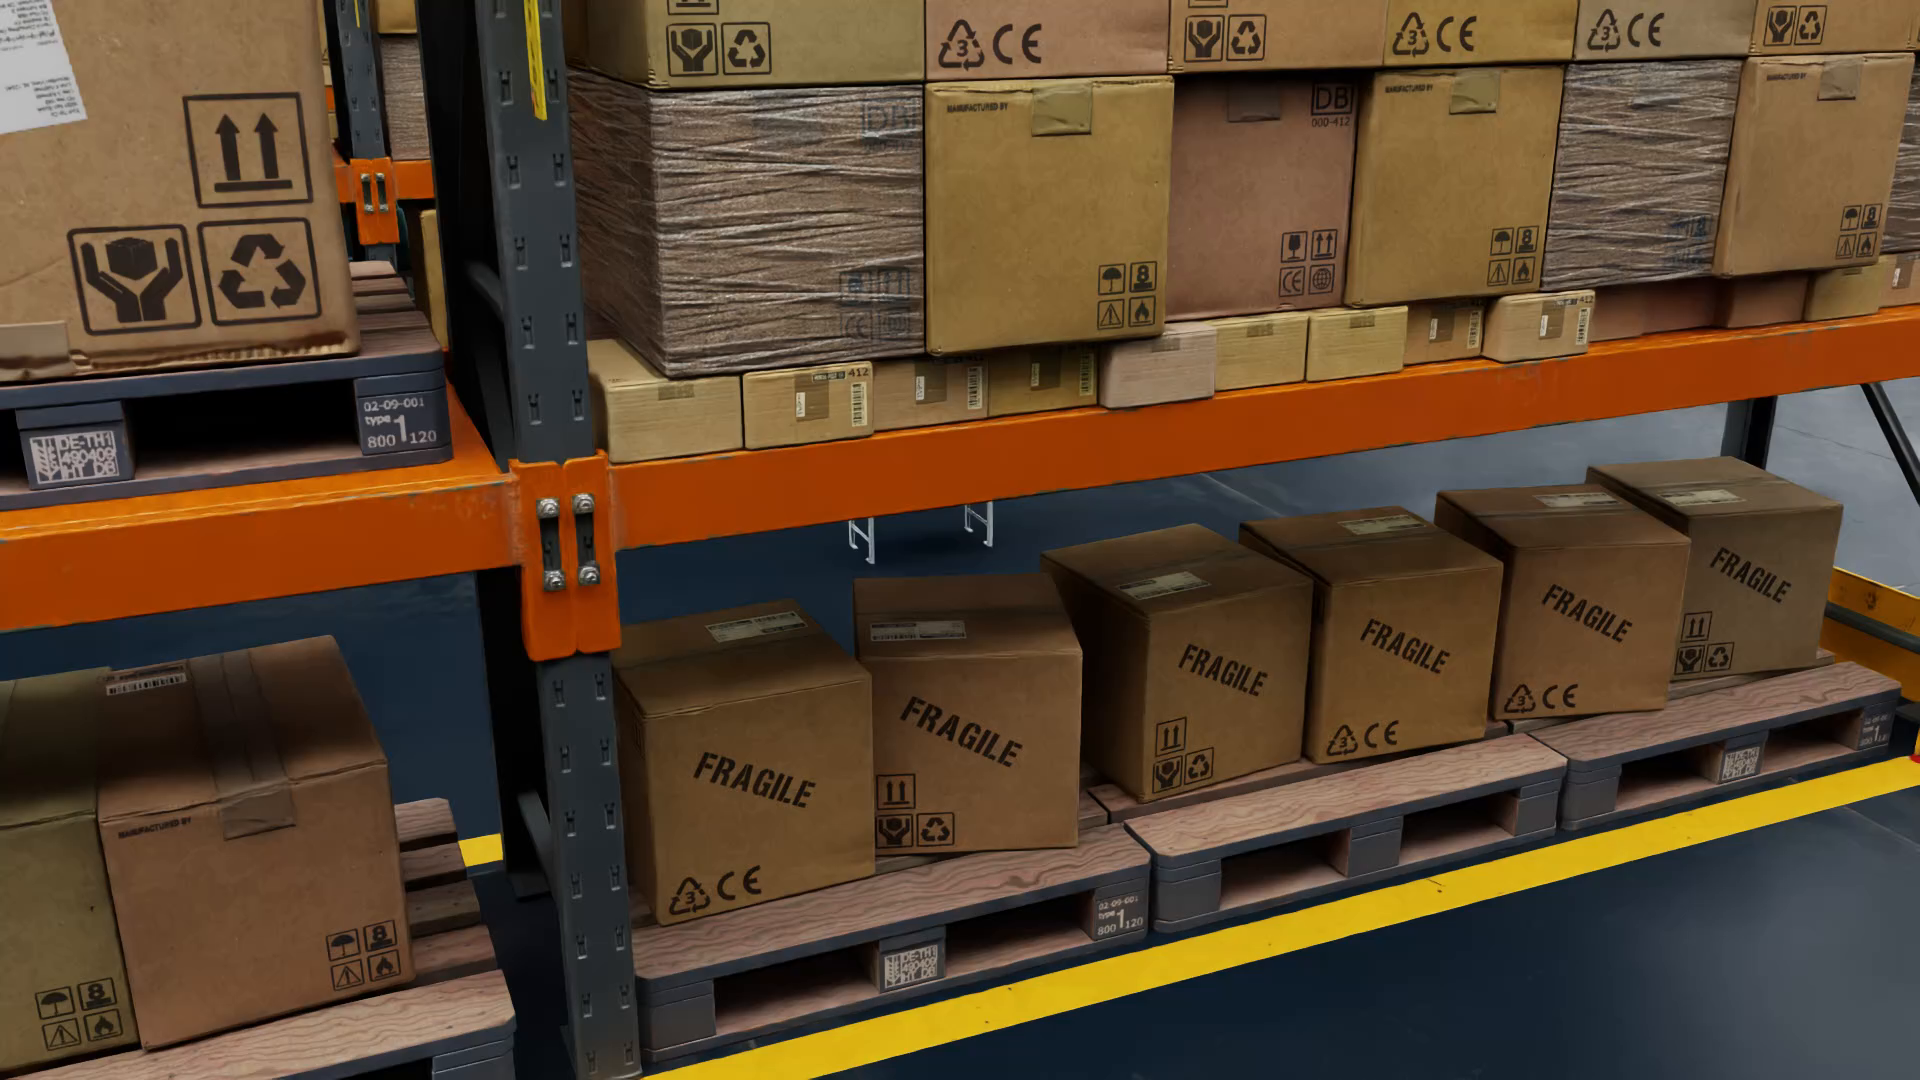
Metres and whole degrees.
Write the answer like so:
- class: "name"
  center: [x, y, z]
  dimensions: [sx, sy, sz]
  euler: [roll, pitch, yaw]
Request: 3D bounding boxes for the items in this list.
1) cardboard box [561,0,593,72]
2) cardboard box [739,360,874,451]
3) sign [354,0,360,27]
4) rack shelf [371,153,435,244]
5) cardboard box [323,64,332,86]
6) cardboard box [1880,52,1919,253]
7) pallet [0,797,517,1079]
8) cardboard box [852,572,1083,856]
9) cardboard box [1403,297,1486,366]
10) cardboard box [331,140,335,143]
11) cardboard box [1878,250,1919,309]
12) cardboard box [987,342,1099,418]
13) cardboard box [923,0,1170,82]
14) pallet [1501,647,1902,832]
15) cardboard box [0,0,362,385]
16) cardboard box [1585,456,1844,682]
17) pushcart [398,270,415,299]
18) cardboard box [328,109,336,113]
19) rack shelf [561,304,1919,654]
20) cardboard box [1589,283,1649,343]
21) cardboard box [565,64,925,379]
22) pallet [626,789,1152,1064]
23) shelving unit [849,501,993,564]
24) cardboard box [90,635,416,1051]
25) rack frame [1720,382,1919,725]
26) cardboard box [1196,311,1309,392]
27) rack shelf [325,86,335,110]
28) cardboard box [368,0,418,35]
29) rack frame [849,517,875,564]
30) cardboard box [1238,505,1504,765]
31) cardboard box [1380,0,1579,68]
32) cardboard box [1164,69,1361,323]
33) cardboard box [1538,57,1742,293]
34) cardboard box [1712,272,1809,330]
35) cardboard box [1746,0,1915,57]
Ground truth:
- class: "cardboard box"
  center: [-0.599, -1.261, 3.483]
  dimensions: [0.500, 0.500, 0.500]
  euler: [-8, 21, -22]
- class: "cardboard box"
  center: [-0.352, -0.306, 3.252]
  dimensions: [0.250, 0.149, 0.380]
  euler: [-8, 21, -22]
- class: "sign"
  center: [-2.551, -2.329, 6.996]
  dimensions: [0.005, 0.325, 0.100]
  euler: [-8, 21, -22]
- class: "rack shelf"
  center: [-0.938, -1.908, 8.508]
  dimensions: [4.000, 0.370, 1.077]
  euler: [-8, 21, -22]
- class: "cardboard box"
  center: [-4.412, -3.306, 11.773]
  dimensions: [0.250, 0.149, 0.380]
  euler: [-8, 21, -22]
- class: "cardboard box"
  center: [2.254, -1.108, 4.555]
  dimensions: [0.500, 0.500, 0.875]
  euler: [-8, 21, -22]
- class: "pallet"
  center: [-1.617, 0.959, 3.479]
  dimensions: [1.213, 0.211, 1.003]
  euler: [-8, 21, -22]
- class: "cardboard box"
  center: [0.003, 0.404, 3.989]
  dimensions: [0.500, 0.500, 0.500]
  euler: [-2, 19, -5]
- class: "cardboard box"
  center: [0.997, -0.525, 3.874]
  dimensions: [0.250, 0.149, 0.380]
  euler: [-8, 21, -22]
- class: "cardboard box"
  center: [-6.222, -3.858, 16.470]
  dimensions: [0.500, 0.250, 0.500]
  euler: [-8, 21, -21]
- class: "cardboard box"
  center: [2.360, -0.733, 4.466]
  dimensions: [0.250, 0.149, 0.380]
  euler: [-8, 21, -22]
- class: "cardboard box"
  center: [0.093, -0.383, 3.471]
  dimensions: [0.250, 0.149, 0.380]
  euler: [-8, 21, -22]
- class: "cardboard box"
  center: [0.070, -1.166, 3.212]
  dimensions: [0.500, 0.500, 0.500]
  euler: [-8, 21, -22]
- class: "pallet"
  center: [1.940, 0.437, 4.964]
  dimensions: [1.213, 0.211, 1.003]
  euler: [-8, 21, -22]
- class: "cardboard box"
  center: [-1.688, -0.878, 2.963]
  dimensions: [1.000, 1.000, 1.000]
  euler: [-8, 21, -22]
- class: "cardboard box"
  center: [2.190, 0.073, 4.929]
  dimensions: [0.500, 0.500, 0.500]
  euler: [-4, 20, -12]
- class: "pushcart"
  center: [-3.879, -1.555, 10.371]
  dimensions: [0.936, 0.377, 1.648]
  euler: [-17, 26, -40]
- class: "cardboard box"
  center: [-6.229, -4.335, 16.319]
  dimensions: [0.500, 0.250, 0.500]
  euler: [-8, 21, -23]
- class: "rack shelf"
  center: [0.934, -0.382, 4.175]
  dimensions: [4.000, 0.370, 1.077]
  euler: [-8, 21, -22]
- class: "cardboard box"
  center: [1.449, -0.596, 4.078]
  dimensions: [0.250, 0.149, 0.380]
  euler: [-8, 21, -22]
- class: "cardboard box"
  center: [-0.465, -0.686, 3.357]
  dimensions: [0.500, 0.500, 0.875]
  euler: [-8, 21, -22]
- class: "pallet"
  center: [-0.300, 0.757, 4.053]
  dimensions: [1.213, 0.211, 1.003]
  euler: [-8, 21, -22]
- class: "shelving unit"
  center: [-0.152, -0.544, 6.261]
  dimensions: [0.503, 1.200, 0.258]
  euler: [-8, 21, -22]
- class: "cardboard box"
  center: [-1.475, 0.587, 3.439]
  dimensions: [0.500, 0.500, 0.700]
  euler: [-10, 22, -26]
- class: "rack frame"
  center: [2.770, -0.985, 4.803]
  dimensions: [0.127, 3.000, 1.000]
  euler: [-8, 21, -22]
- class: "cardboard box"
  center: [0.552, -0.449, 3.658]
  dimensions: [0.250, 0.149, 0.380]
  euler: [-8, 21, -22]
- class: "rack shelf"
  center: [-2.992, -3.405, 12.758]
  dimensions: [4.000, 0.370, 1.077]
  euler: [-8, 21, -22]
- class: "cardboard box"
  center: [-2.422, -2.603, 7.546]
  dimensions: [0.550, 0.550, 0.875]
  euler: [-8, 21, -22]
- class: "rack frame"
  center: [-0.376, -0.512, 6.170]
  dimensions: [0.015, 1.200, 0.240]
  euler: [-8, 21, -22]
- class: "cardboard box"
  center: [1.072, 0.239, 4.459]
  dimensions: [0.500, 0.500, 0.500]
  euler: [-6, 20, -17]
- class: "cardboard box"
  center: [0.984, -1.300, 3.595]
  dimensions: [0.500, 0.500, 0.500]
  euler: [-8, 21, -22]
- class: "cardboard box"
  center: [0.427, -0.838, 3.787]
  dimensions: [0.500, 0.500, 0.875]
  euler: [-8, 21, -22]
- class: "cardboard box"
  center: [1.366, -0.953, 4.115]
  dimensions: [0.500, 0.500, 0.875]
  euler: [-8, 21, -22]
- class: "cardboard box"
  center: [1.915, -0.656, 4.248]
  dimensions: [0.250, 0.149, 0.380]
  euler: [-8, 21, -22]
- class: "cardboard box"
  center: [1.906, -1.429, 3.959]
  dimensions: [0.500, 0.500, 0.500]
  euler: [-8, 21, -22]
